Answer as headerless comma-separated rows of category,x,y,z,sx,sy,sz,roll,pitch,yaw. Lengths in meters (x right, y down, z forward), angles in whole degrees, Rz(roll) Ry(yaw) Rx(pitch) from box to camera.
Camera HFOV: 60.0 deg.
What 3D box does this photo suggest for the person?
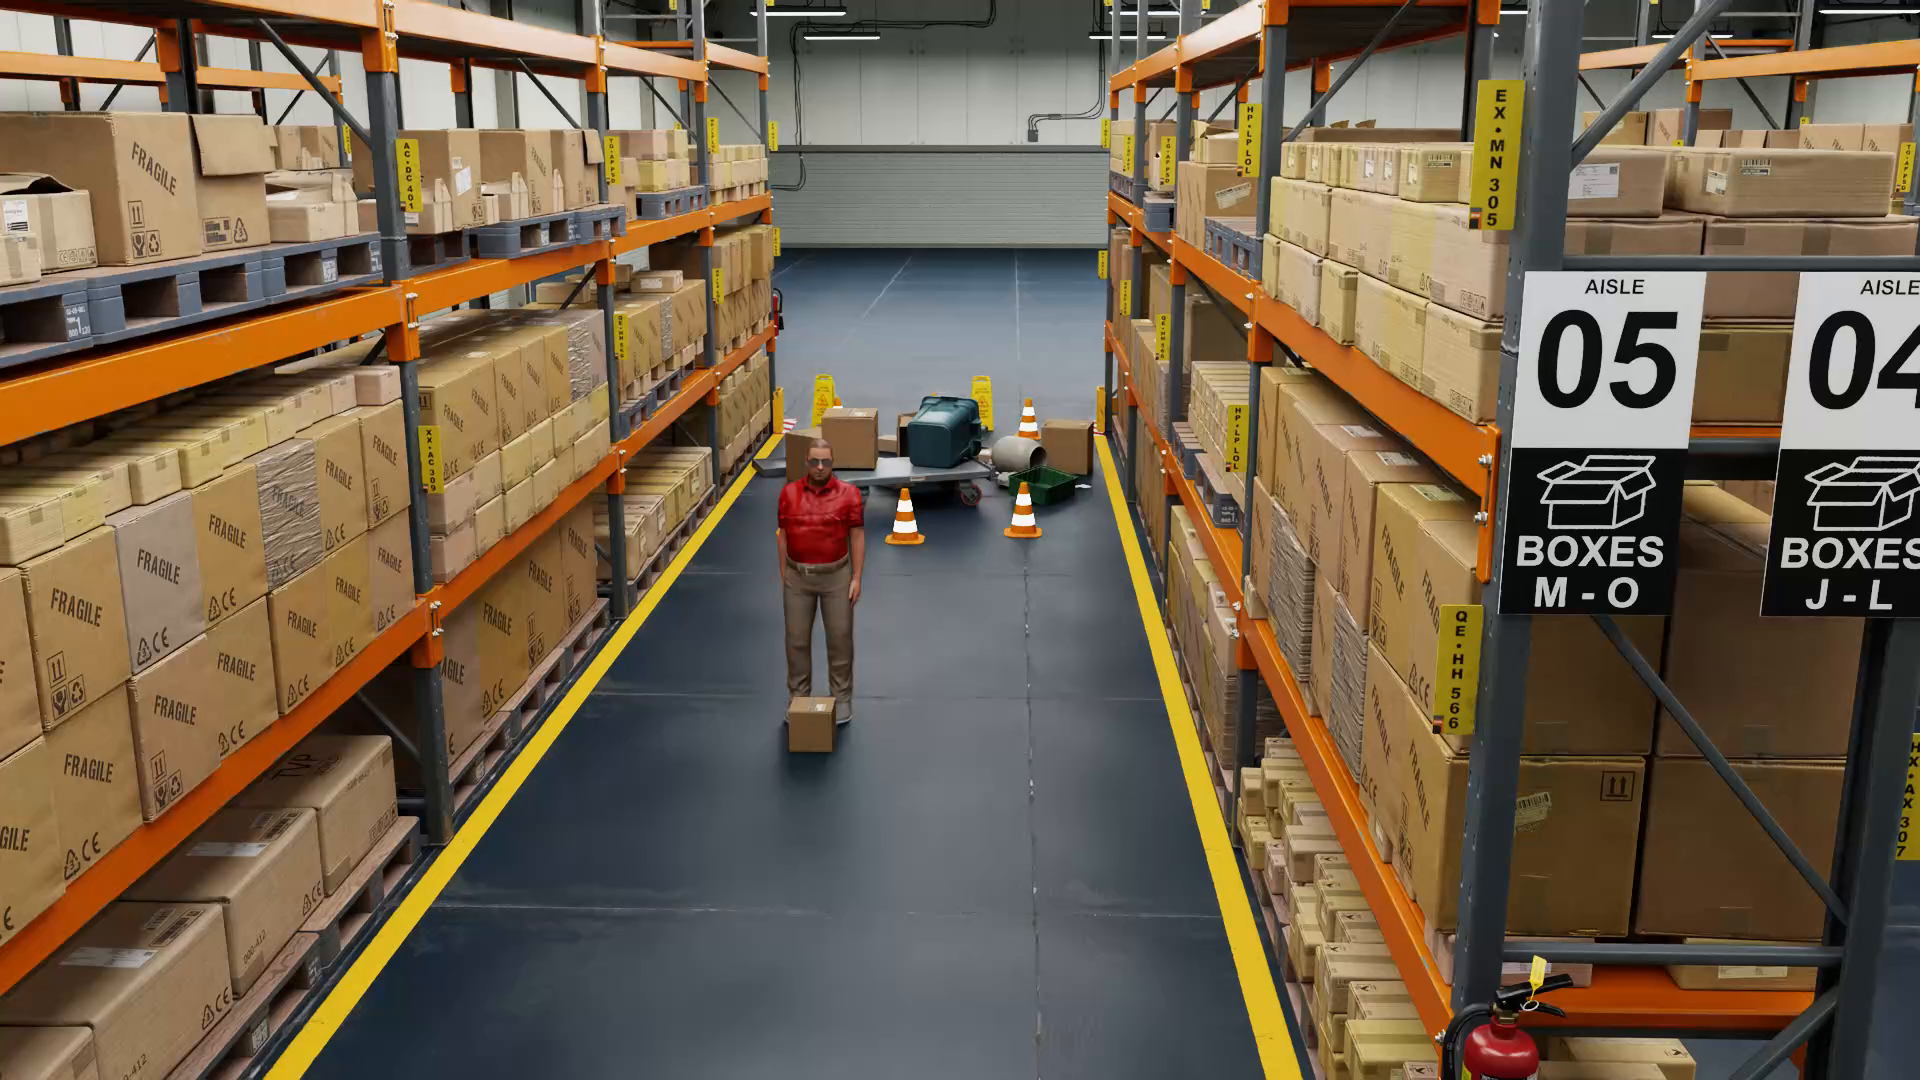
person,-0.839,0.253,10.018,0.526,1.725,0.353,1,14,3
